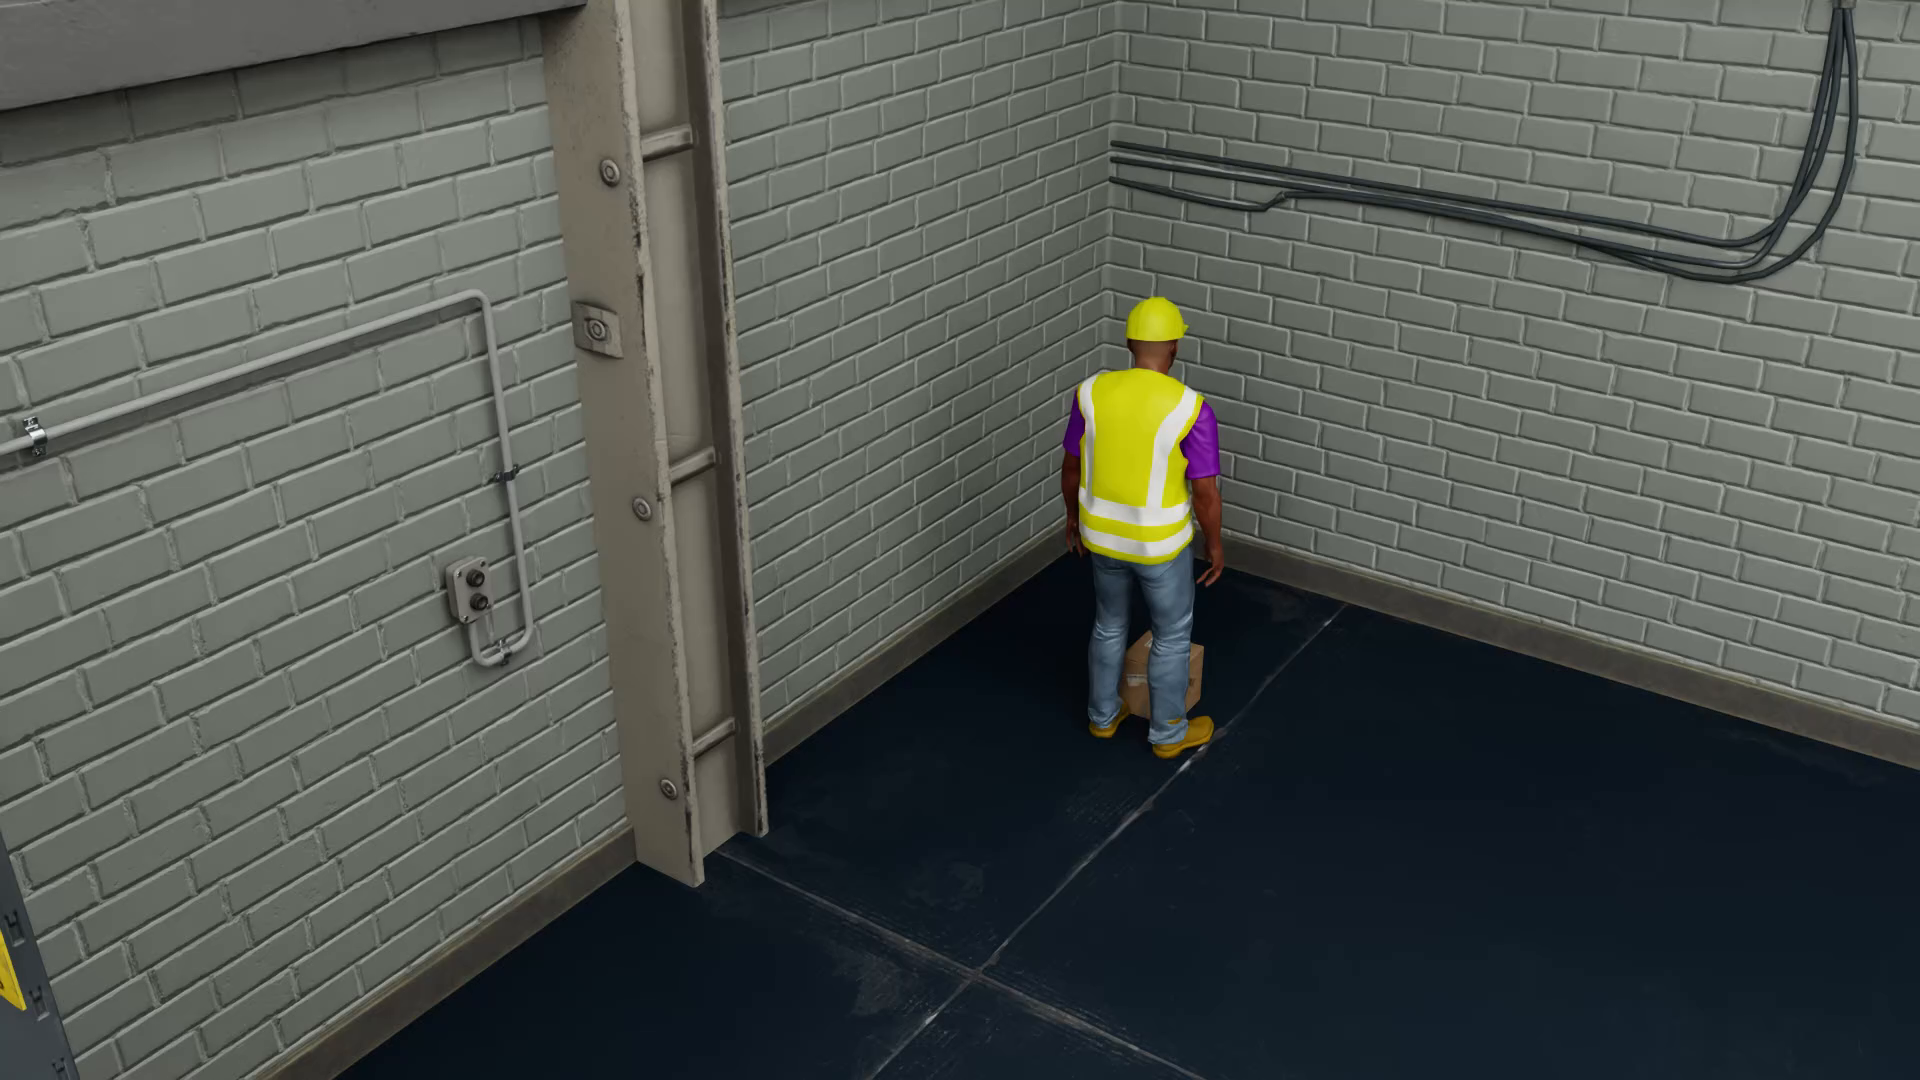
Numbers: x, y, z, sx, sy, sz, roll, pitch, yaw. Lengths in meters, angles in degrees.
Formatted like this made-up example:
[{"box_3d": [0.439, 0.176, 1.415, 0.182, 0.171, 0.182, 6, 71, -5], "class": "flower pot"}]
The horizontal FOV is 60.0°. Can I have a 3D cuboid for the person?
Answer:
[{"box_3d": [0.679, -0.033, 6.167, 0.633, 1.755, 0.461, 15, 30, 27], "class": "person"}]
